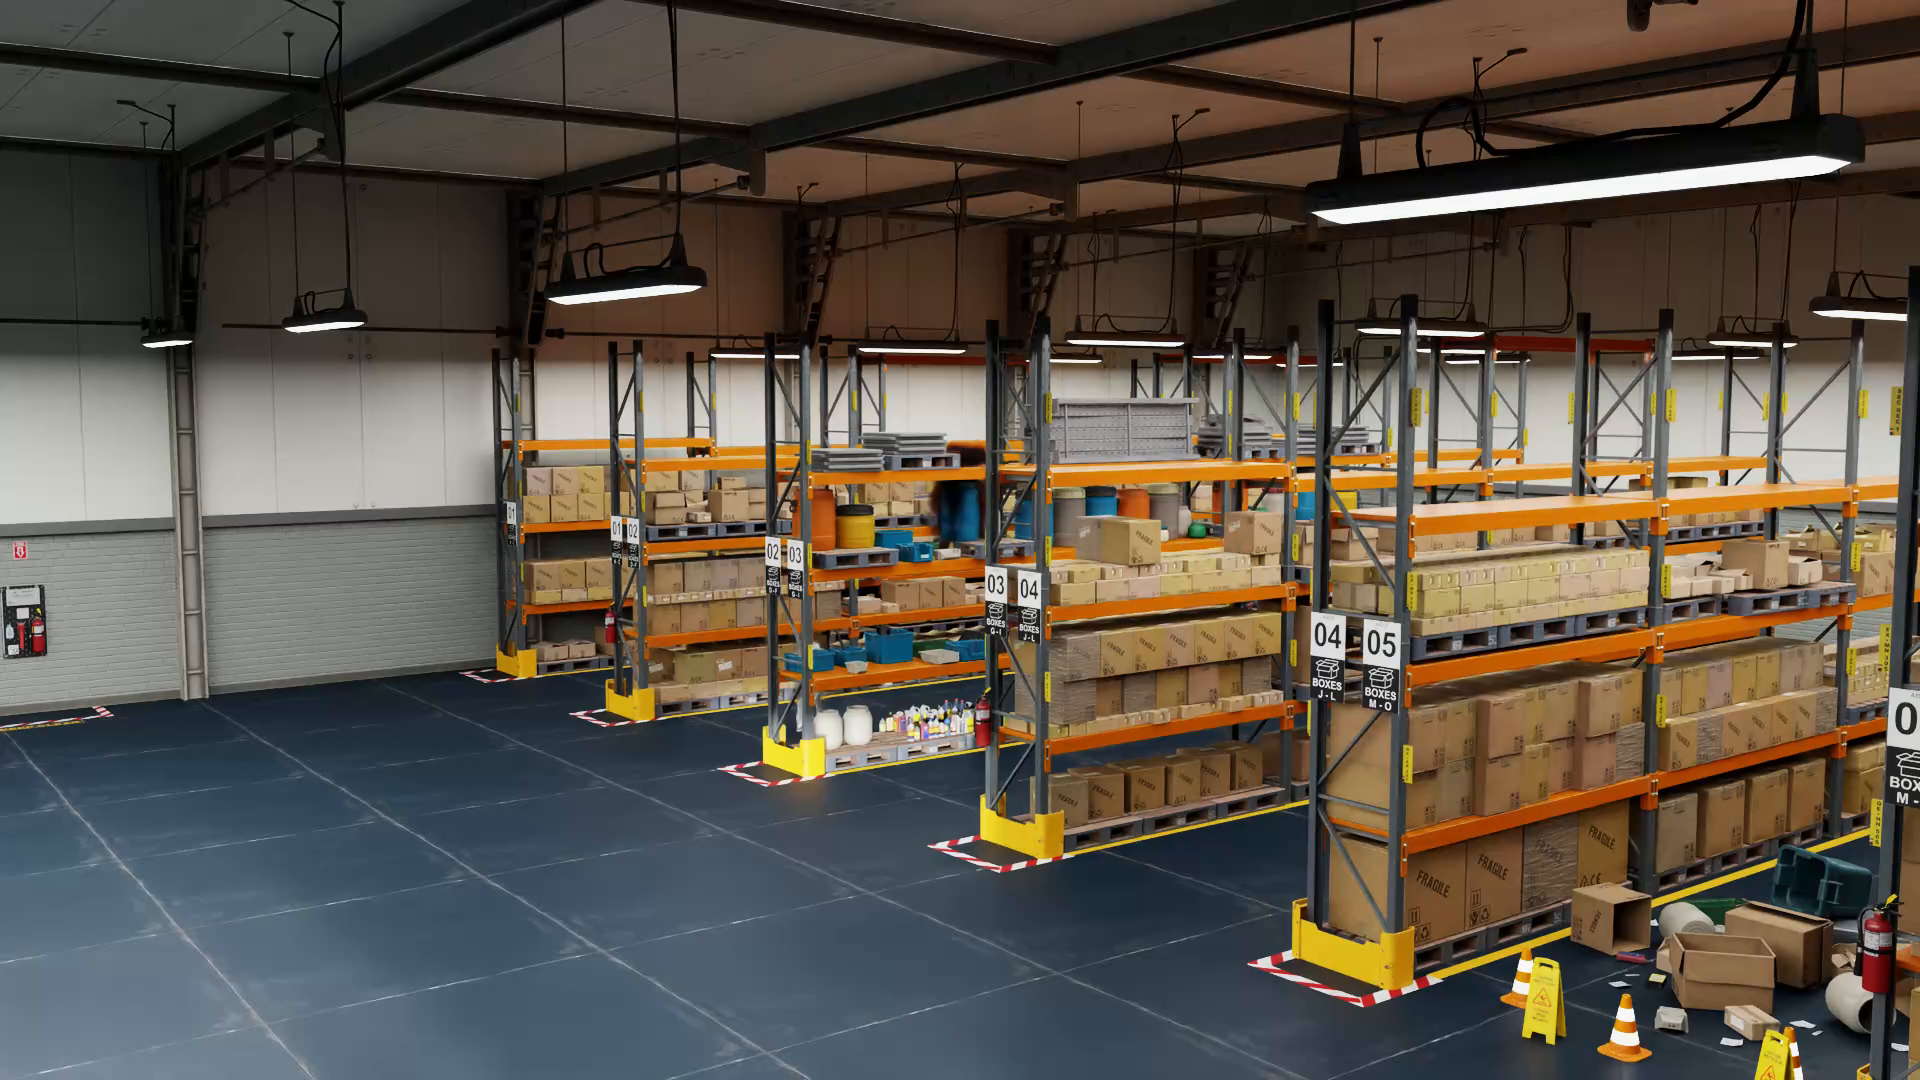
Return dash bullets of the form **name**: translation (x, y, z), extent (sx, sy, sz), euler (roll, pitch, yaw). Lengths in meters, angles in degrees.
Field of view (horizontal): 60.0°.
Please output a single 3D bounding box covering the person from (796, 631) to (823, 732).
- **person**: translation (-2.308, 2.145, 25.540), extent (0.448, 1.605, 0.360), euler (1, 5, 7)
